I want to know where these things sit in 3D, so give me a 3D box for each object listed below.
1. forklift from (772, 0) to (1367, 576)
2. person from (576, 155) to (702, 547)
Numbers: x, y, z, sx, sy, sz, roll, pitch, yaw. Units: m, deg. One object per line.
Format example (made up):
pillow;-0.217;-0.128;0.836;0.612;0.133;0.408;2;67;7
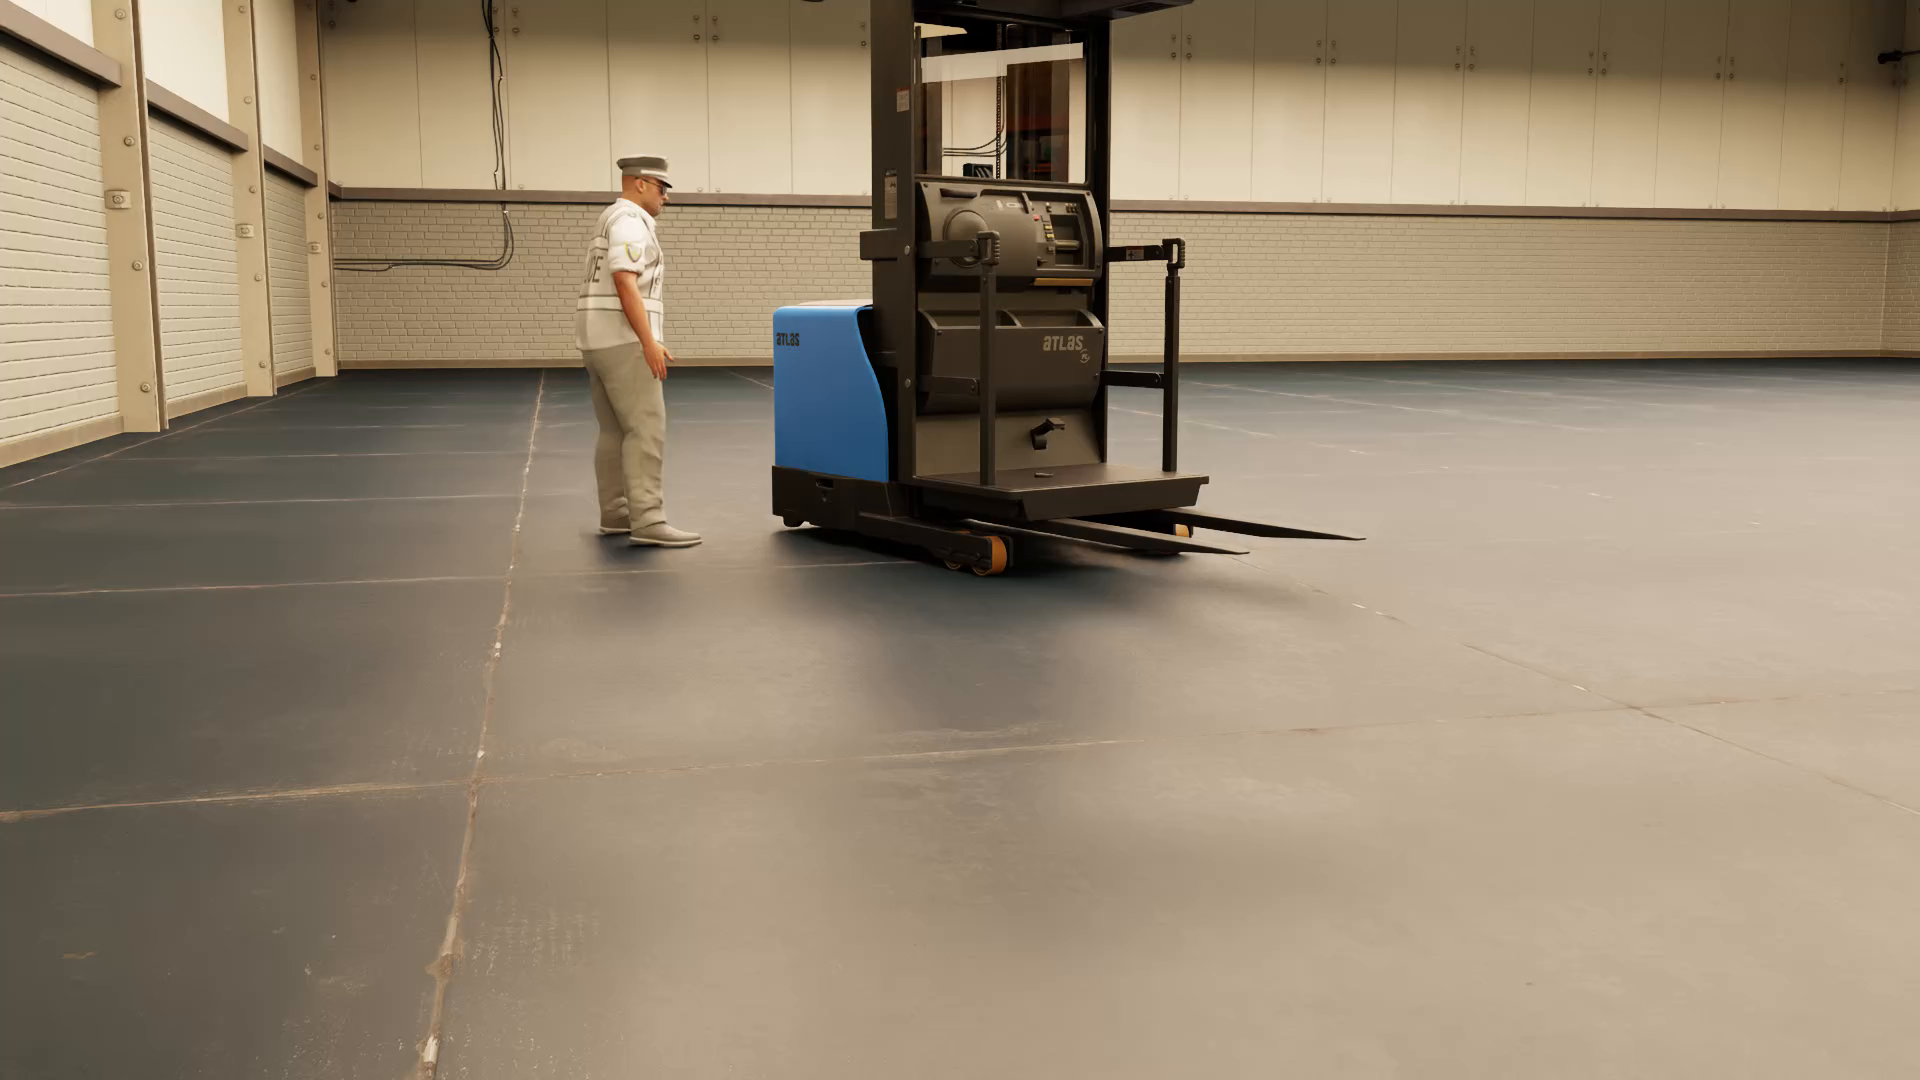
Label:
forklift;0.355;-1.383;7.015;1.130;2.935;3.031;-6;10;-35
person;-1.501;-0.866;7.593;0.476;1.756;0.674;-3;9;-23
